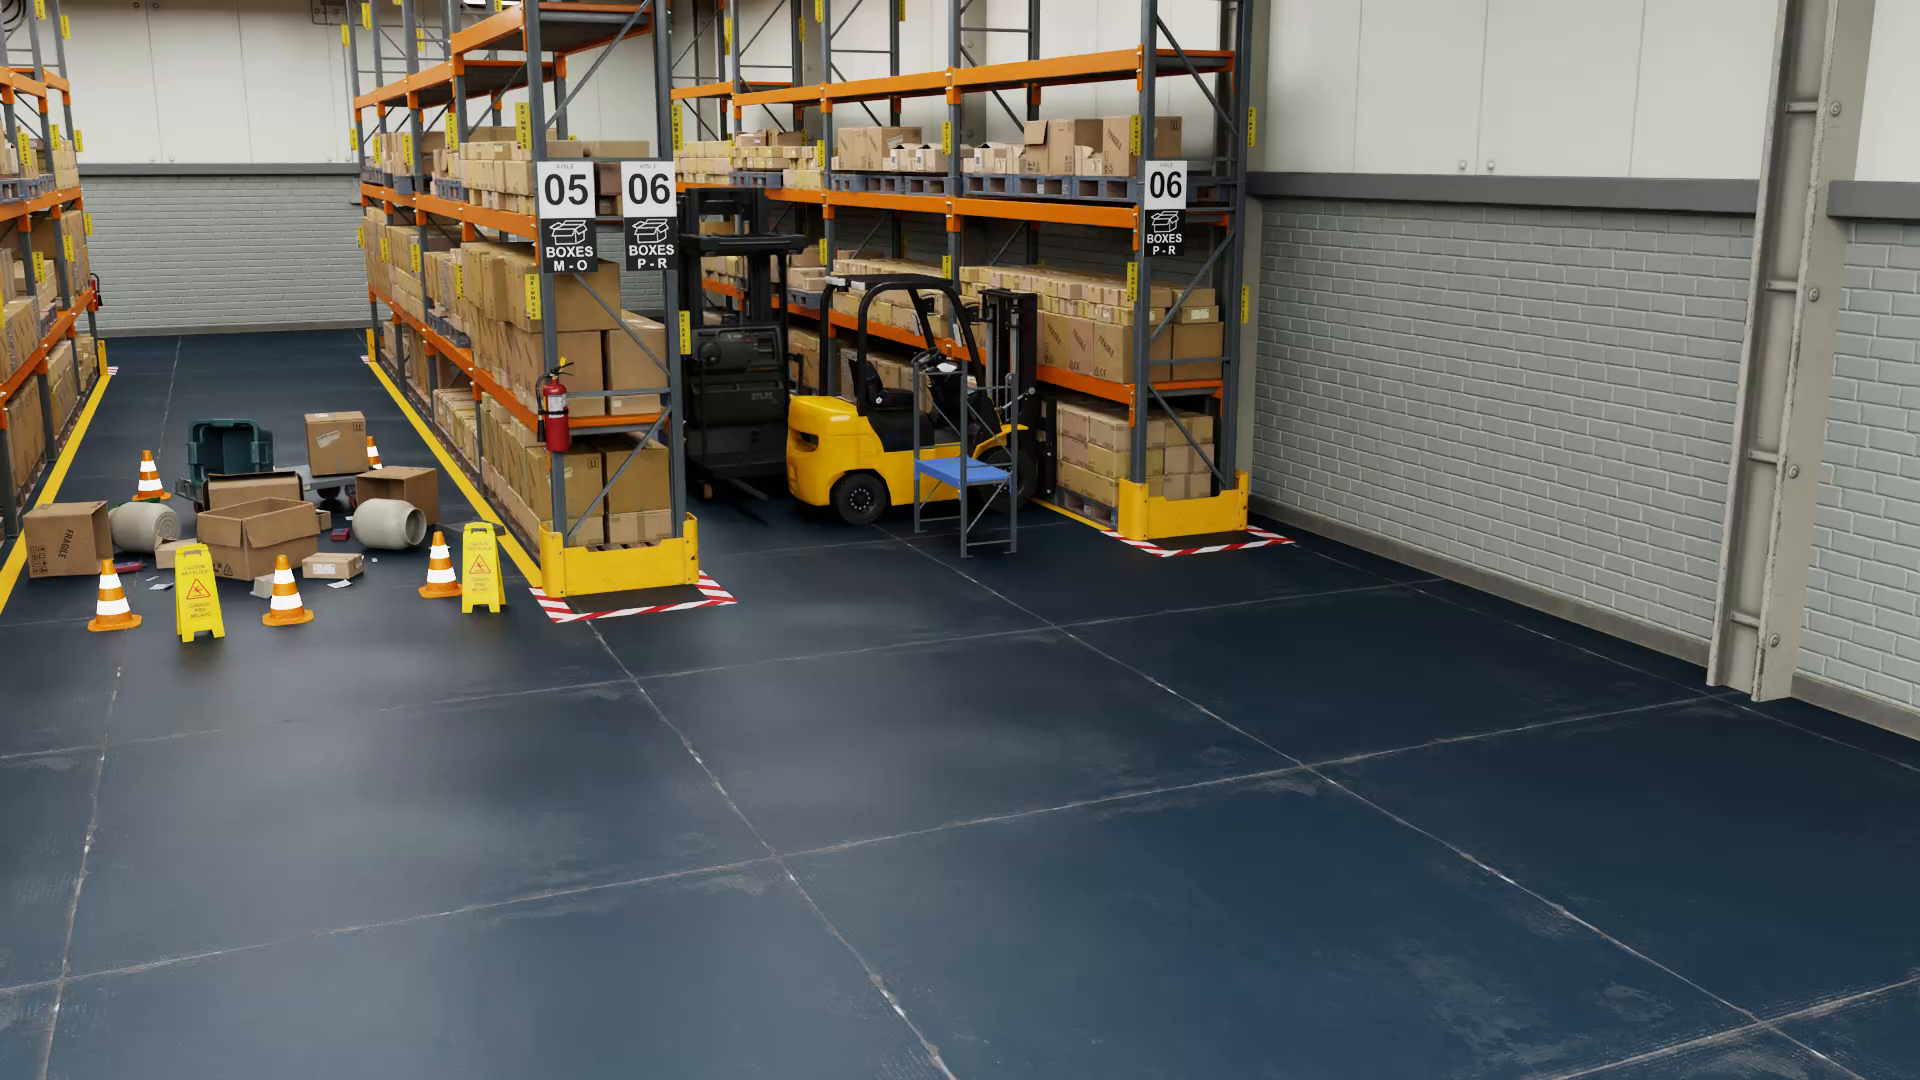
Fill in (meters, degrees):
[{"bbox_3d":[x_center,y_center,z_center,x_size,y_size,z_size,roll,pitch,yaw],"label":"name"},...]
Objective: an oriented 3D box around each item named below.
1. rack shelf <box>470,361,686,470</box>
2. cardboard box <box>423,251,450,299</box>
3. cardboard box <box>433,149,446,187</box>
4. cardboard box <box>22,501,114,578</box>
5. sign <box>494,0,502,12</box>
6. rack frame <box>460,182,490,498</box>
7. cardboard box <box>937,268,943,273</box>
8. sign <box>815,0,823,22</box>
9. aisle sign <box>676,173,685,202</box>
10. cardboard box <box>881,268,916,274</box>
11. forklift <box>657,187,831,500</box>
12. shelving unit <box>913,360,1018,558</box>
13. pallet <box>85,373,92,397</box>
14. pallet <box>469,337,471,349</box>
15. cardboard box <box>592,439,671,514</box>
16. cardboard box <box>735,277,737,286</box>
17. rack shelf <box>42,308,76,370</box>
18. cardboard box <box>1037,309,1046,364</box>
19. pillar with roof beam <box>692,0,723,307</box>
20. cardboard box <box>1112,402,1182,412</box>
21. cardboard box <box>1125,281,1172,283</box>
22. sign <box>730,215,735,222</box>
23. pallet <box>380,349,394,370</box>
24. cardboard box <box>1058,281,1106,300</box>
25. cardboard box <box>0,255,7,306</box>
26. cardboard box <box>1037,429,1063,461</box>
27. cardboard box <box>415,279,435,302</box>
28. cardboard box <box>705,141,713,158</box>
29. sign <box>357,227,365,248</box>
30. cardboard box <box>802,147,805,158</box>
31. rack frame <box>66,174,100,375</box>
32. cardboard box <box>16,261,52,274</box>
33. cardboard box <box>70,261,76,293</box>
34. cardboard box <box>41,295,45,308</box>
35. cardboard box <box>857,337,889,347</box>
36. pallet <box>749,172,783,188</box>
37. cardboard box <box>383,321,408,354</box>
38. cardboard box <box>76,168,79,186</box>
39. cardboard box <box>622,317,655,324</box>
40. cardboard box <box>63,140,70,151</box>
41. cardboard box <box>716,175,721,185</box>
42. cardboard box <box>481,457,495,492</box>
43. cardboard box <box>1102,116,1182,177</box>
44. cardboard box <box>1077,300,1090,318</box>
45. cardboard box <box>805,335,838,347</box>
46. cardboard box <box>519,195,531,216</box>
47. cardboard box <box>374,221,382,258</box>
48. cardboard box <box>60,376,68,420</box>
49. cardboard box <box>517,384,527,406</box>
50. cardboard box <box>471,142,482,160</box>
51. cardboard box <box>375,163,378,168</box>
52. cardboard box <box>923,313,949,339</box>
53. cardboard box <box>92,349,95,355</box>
[{"bbox_3d":[-3.387,-1.158,14.317,1.077,0.370,4.000,-6,14,-23],"label":"rack shelf"},{"bbox_3d":[-5.822,-3.033,19.007,0.500,0.500,0.500,-6,14,-25],"label":"cardboard box"},{"bbox_3d":[-5.420,-4.062,18.392,0.700,0.500,0.500,-6,14,-23],"label":"cardboard box"},{"bbox_3d":[-7.121,-0.009,13.295,0.500,0.500,0.500,-3,13,-13],"label":"cardboard box"},{"bbox_3d":[-5.297,-6.216,19.021,0.100,0.325,0.005,-6,14,-23],"label":"sign"},{"bbox_3d":[-4.188,-1.922,16.021,1.000,3.000,0.127,-6,14,-23],"label":"rack frame"},{"bbox_3d":[-0.048,-3.096,19.433,0.380,0.149,0.250,-6,14,-23],"label":"cardboard box"},{"bbox_3d":[-1.737,-6.563,20.521,0.100,0.325,0.005,-6,14,-23],"label":"sign"},{"bbox_3d":[-4.745,-6.104,28.327,0.394,0.787,0.004,-6,14,-23],"label":"aisle sign"},{"bbox_3d":[-0.698,-3.095,19.431,0.380,0.149,0.250,-6,14,-24],"label":"cardboard box"},{"bbox_3d":[-2.112,-1.919,16.162,1.130,2.935,3.031,-6,14,-24],"label":"forklift"},{"bbox_3d":[0.034,-0.713,14.125,0.538,1.500,1.048,-6,14,-23],"label":"shelving unit"},{"bbox_3d":[-12.682,-2.136,23.131,1.003,0.211,1.213,-6,14,-23],"label":"pallet"},{"bbox_3d":[-4.361,-1.999,16.782,1.003,0.211,1.213,-6,14,-23],"label":"pallet"},{"bbox_3d":[-2.666,-0.522,13.477,0.500,0.500,0.500,-6,14,-25],"label":"cardboard box"},{"bbox_3d":[-3.206,-3.944,25.317,0.380,0.149,0.250,-5,14,-22],"label":"cardboard box"},{"bbox_3d":[-11.087,-2.343,19.436,1.077,0.370,4.000,-6,14,-23],"label":"rack shelf"},{"bbox_3d":[0.906,-1.988,16.085,0.500,0.500,0.500,-6,14,-23],"label":"cardboard box"},{"bbox_3d":[-8.647,-8.022,29.076,9.100,9.000,0.548,-6,14,-23],"label":"pillar with roof beam"},{"bbox_3d":[1.738,-1.116,15.488,0.500,0.250,0.500,-6,14,-23],"label":"cardboard box"},{"bbox_3d":[1.744,-2.306,15.360,0.380,0.149,0.250,-6,14,-23],"label":"cardboard box"},{"bbox_3d":[-3.932,-5.614,28.706,0.100,0.325,0.005,-6,14,-23],"label":"sign"},{"bbox_3d":[-8.603,-2.884,26.364,1.003,0.211,1.213,-6,14,-23],"label":"pallet"},{"bbox_3d":[1.129,-2.311,15.382,0.380,0.149,0.250,-5,14,-22],"label":"cardboard box"},{"bbox_3d":[-9.704,-2.512,16.133,0.700,0.500,0.500,-6,14,-24],"label":"cardboard box"},{"bbox_3d":[1.062,-0.935,15.814,0.500,0.250,0.500,-6,14,-24],"label":"cardboard box"},{"bbox_3d":[-6.218,-2.996,19.885,0.500,0.250,0.500,-6,14,-23],"label":"cardboard box"},{"bbox_3d":[-3.676,-6.093,25.953,0.500,0.250,0.500,-5,14,-22],"label":"cardboard box"},{"bbox_3d":[-9.506,-4.812,26.415,0.100,0.325,0.005,-6,14,-23],"label":"sign"},{"bbox_3d":[-1.878,-5.140,22.061,0.380,0.149,0.250,-6,14,-24],"label":"cardboard box"},{"bbox_3d":[-13.490,-3.933,24.711,1.000,3.000,0.127,-6,14,-23],"label":"rack frame"},{"bbox_3d":[-11.440,-3.358,20.533,0.380,0.149,0.250,-6,14,-25],"label":"cardboard box"},{"bbox_3d":[-12.060,-3.527,22.075,0.500,0.500,0.500,-6,14,-23],"label":"cardboard box"},{"bbox_3d":[-10.813,-2.747,19.212,0.380,0.149,0.250,-5,14,-22],"label":"cardboard box"},{"bbox_3d":[-1.168,-2.636,22.281,0.380,0.149,0.250,-5,14,-20],"label":"cardboard box"},{"bbox_3d":[-2.231,-5.038,23.252,1.213,0.211,1.003,-6,14,-23],"label":"pallet"},{"bbox_3d":[-8.639,-3.230,26.424,0.875,0.438,0.875,-6,14,-25],"label":"cardboard box"},{"bbox_3d":[-13.066,-5.251,24.087,0.500,0.250,0.500,-6,14,-24],"label":"cardboard box"},{"bbox_3d":[-2.732,-1.519,13.398,0.500,0.500,0.500,-5,14,-21],"label":"cardboard box"},{"bbox_3d":[-12.770,-5.559,23.426,0.380,0.149,0.250,-5,14,-22],"label":"cardboard box"},{"bbox_3d":[-3.550,-5.569,25.682,0.380,0.149,0.250,-6,14,-23],"label":"cardboard box"},{"bbox_3d":[-4.199,-0.641,15.652,0.500,0.250,0.500,-6,14,-26],"label":"cardboard box"},{"bbox_3d":[1.560,-3.377,14.283,0.500,0.500,0.500,-5,14,-21],"label":"cardboard box"},{"bbox_3d":[1.299,-2.117,15.204,0.380,0.149,0.250,-6,14,-23],"label":"cardboard box"},{"bbox_3d":[-1.877,-2.691,22.519,0.380,0.149,0.250,-6,14,-25],"label":"cardboard box"},{"bbox_3d":[-3.115,-2.531,12.559,0.380,0.149,0.250,-6,14,-23],"label":"cardboard box"},{"bbox_3d":[-8.243,-4.393,24.259,0.500,0.500,0.500,-5,14,-22],"label":"cardboard box"},{"bbox_3d":[-10.750,-1.645,19.439,0.500,0.500,0.500,-6,14,-24],"label":"cardboard box"},{"bbox_3d":[-3.349,-1.179,13.367,0.380,0.149,0.250,-5,14,-22],"label":"cardboard box"},{"bbox_3d":[-4.052,-3.392,14.508,0.380,0.149,0.250,-6,14,-23],"label":"cardboard box"},{"bbox_3d":[-8.048,-5.325,23.475,0.380,0.149,0.250,-5,14,-22],"label":"cardboard box"},{"bbox_3d":[-0.083,-2.378,18.326,0.500,0.250,0.500,-5,14,-22],"label":"cardboard box"},{"bbox_3d":[-13.017,-2.810,24.592,0.380,0.149,0.250,-6,14,-24],"label":"cardboard box"}]
